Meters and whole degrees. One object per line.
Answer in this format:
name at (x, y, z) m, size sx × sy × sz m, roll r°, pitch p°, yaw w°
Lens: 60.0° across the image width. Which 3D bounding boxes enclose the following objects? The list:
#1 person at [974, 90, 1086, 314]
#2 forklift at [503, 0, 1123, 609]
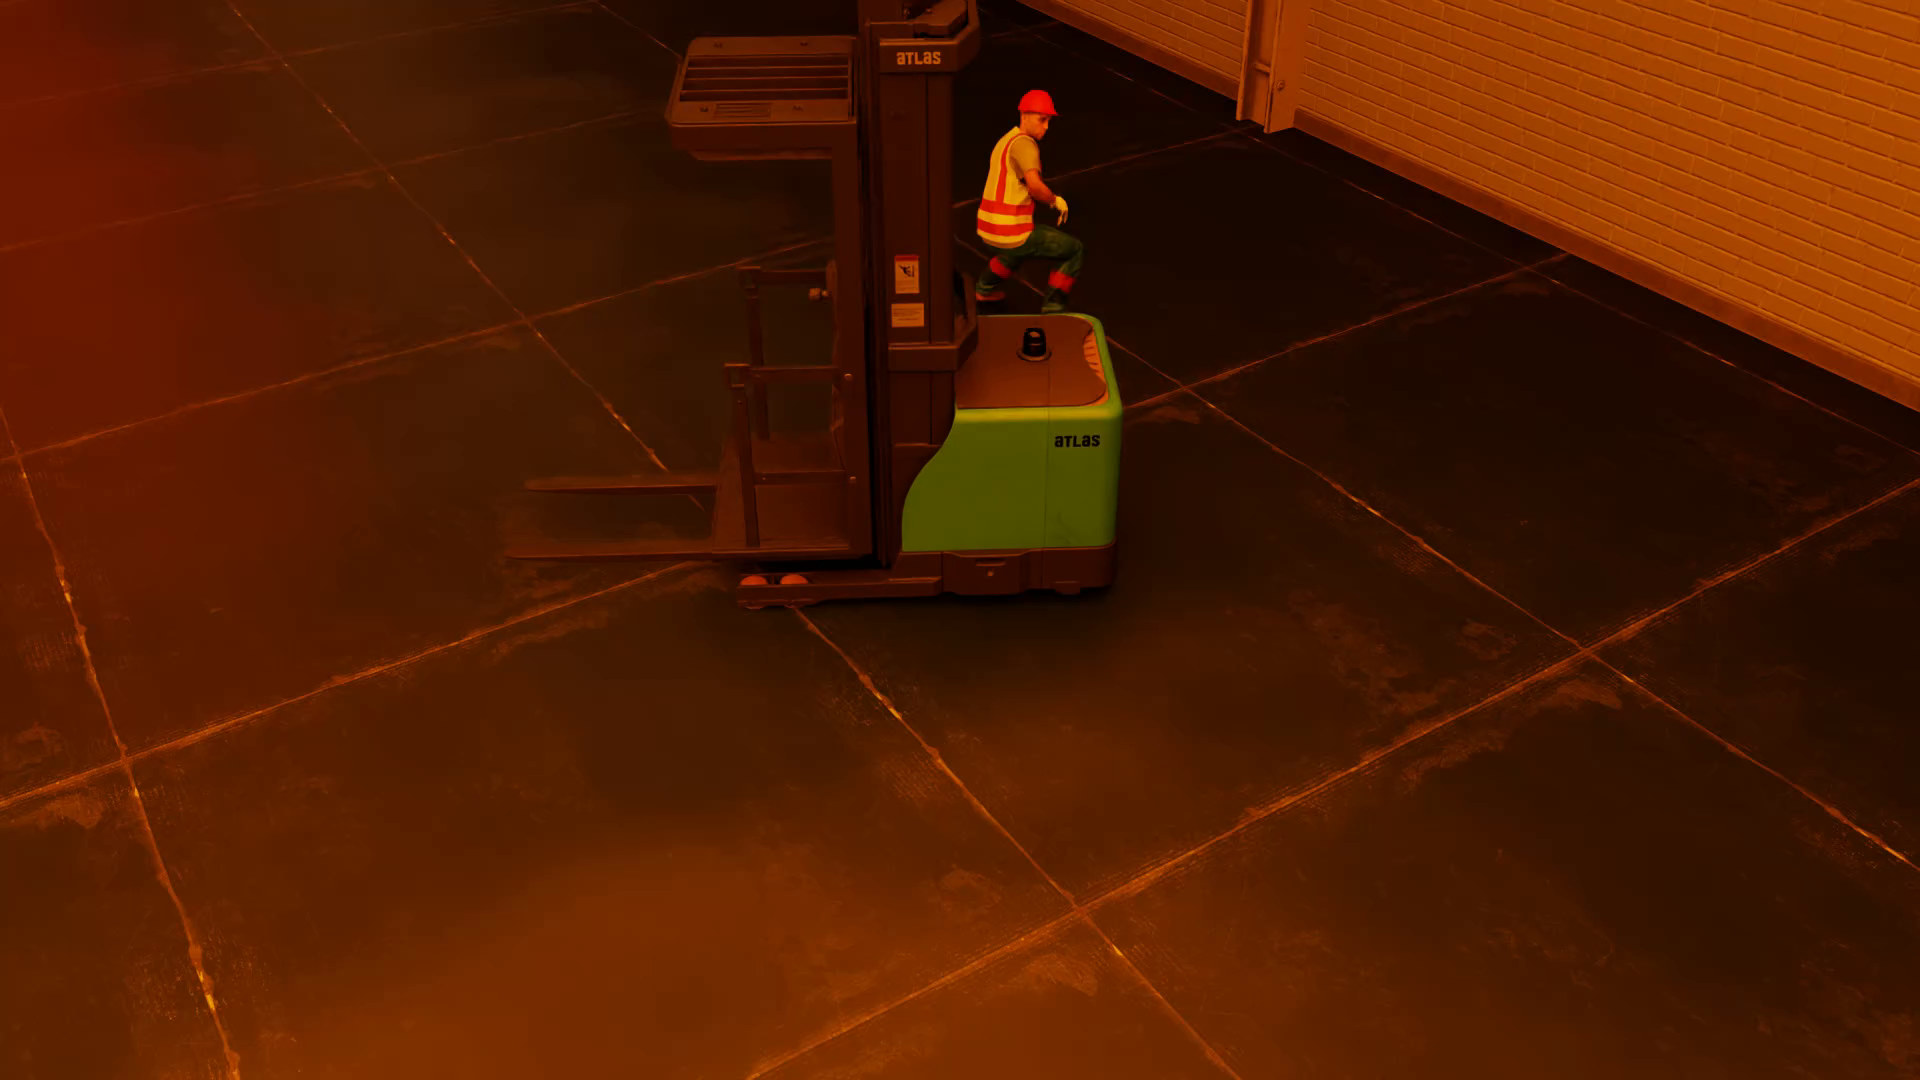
person at (0.435, -2.014, 10.300) m, size 0.777 × 1.540 × 0.898 m, roll -17°, pitch 38°, yaw -22°
forklift at (-0.757, -1.169, 7.811) m, size 3.031 × 2.935 × 1.130 m, roll -2°, pitch 35°, yaw -2°
